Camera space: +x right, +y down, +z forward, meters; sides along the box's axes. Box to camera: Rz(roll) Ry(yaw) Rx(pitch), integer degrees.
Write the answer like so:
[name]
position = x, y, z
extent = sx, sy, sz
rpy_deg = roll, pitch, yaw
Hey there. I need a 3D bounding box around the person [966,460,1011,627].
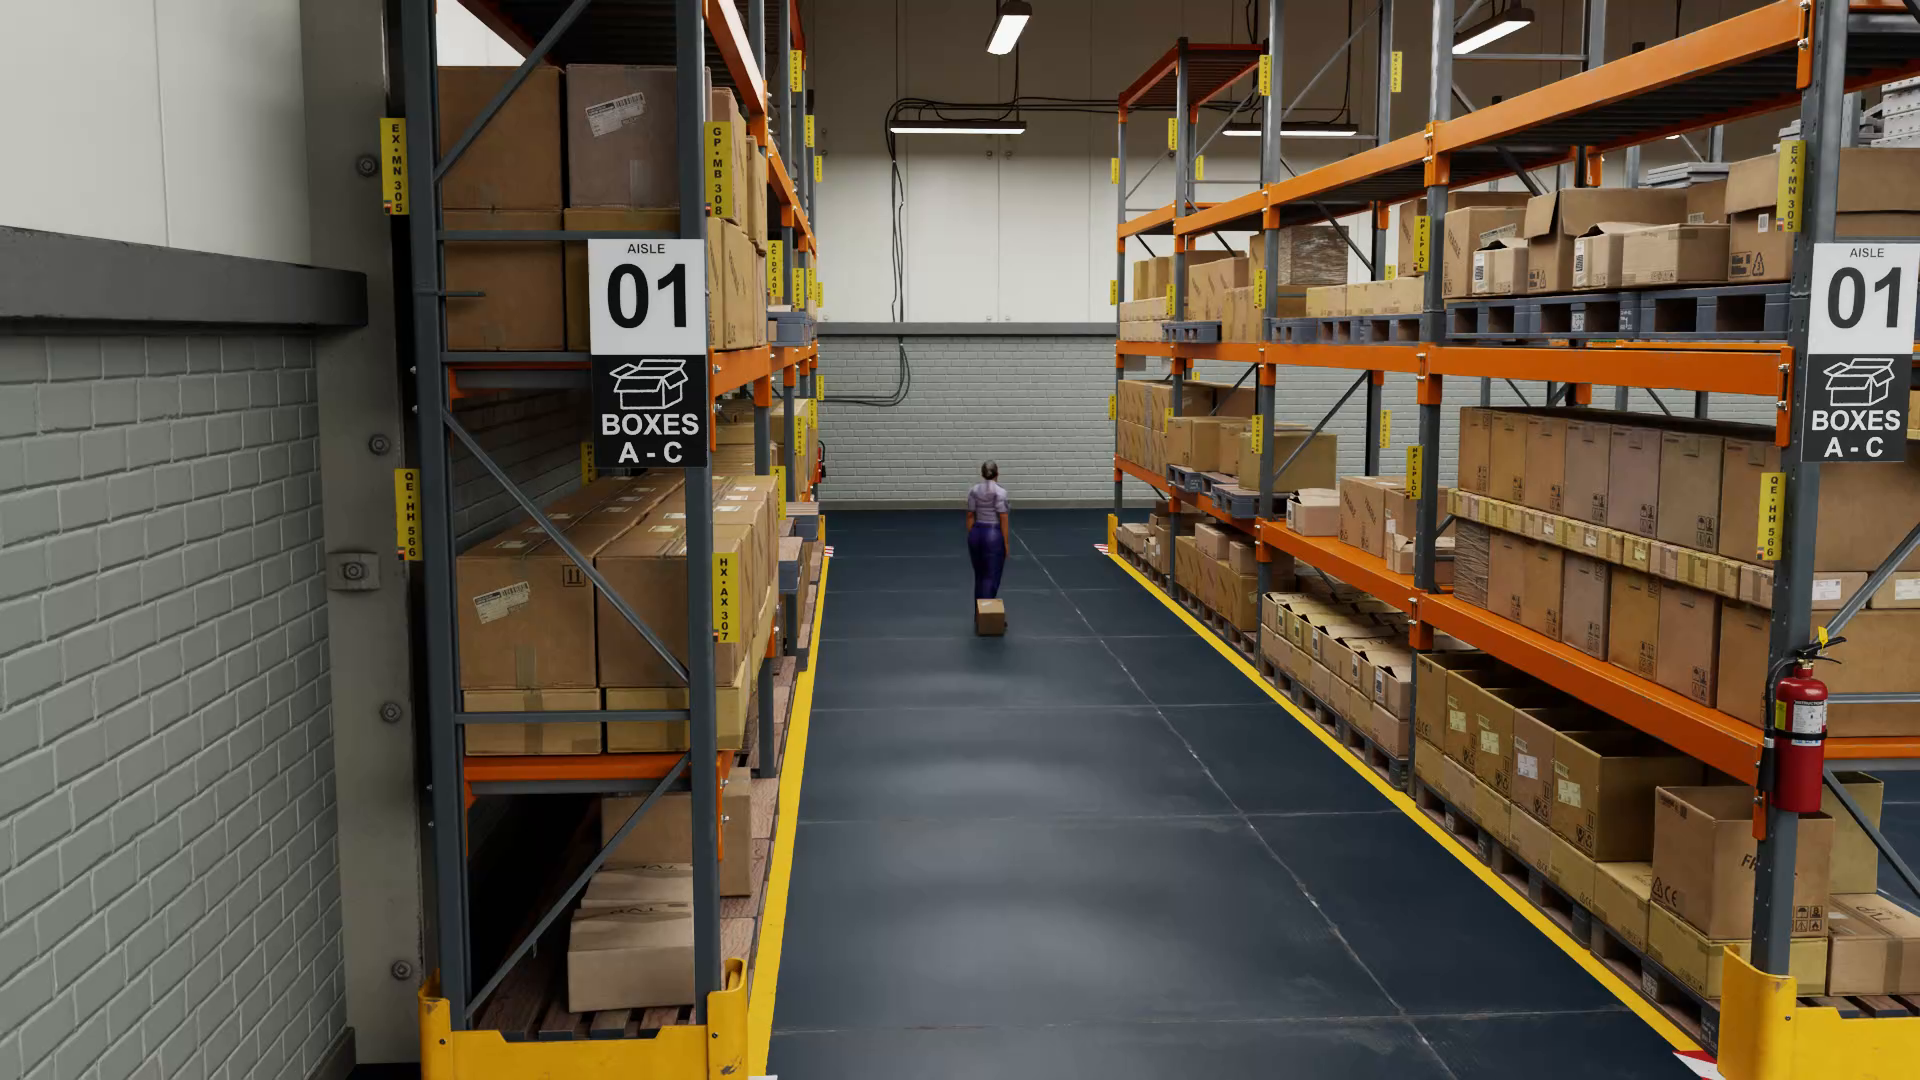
[person]
position = 0.296, 0.032, 16.474
extent = 0.531, 1.647, 0.526
rpy_deg = 6, 10, 43
